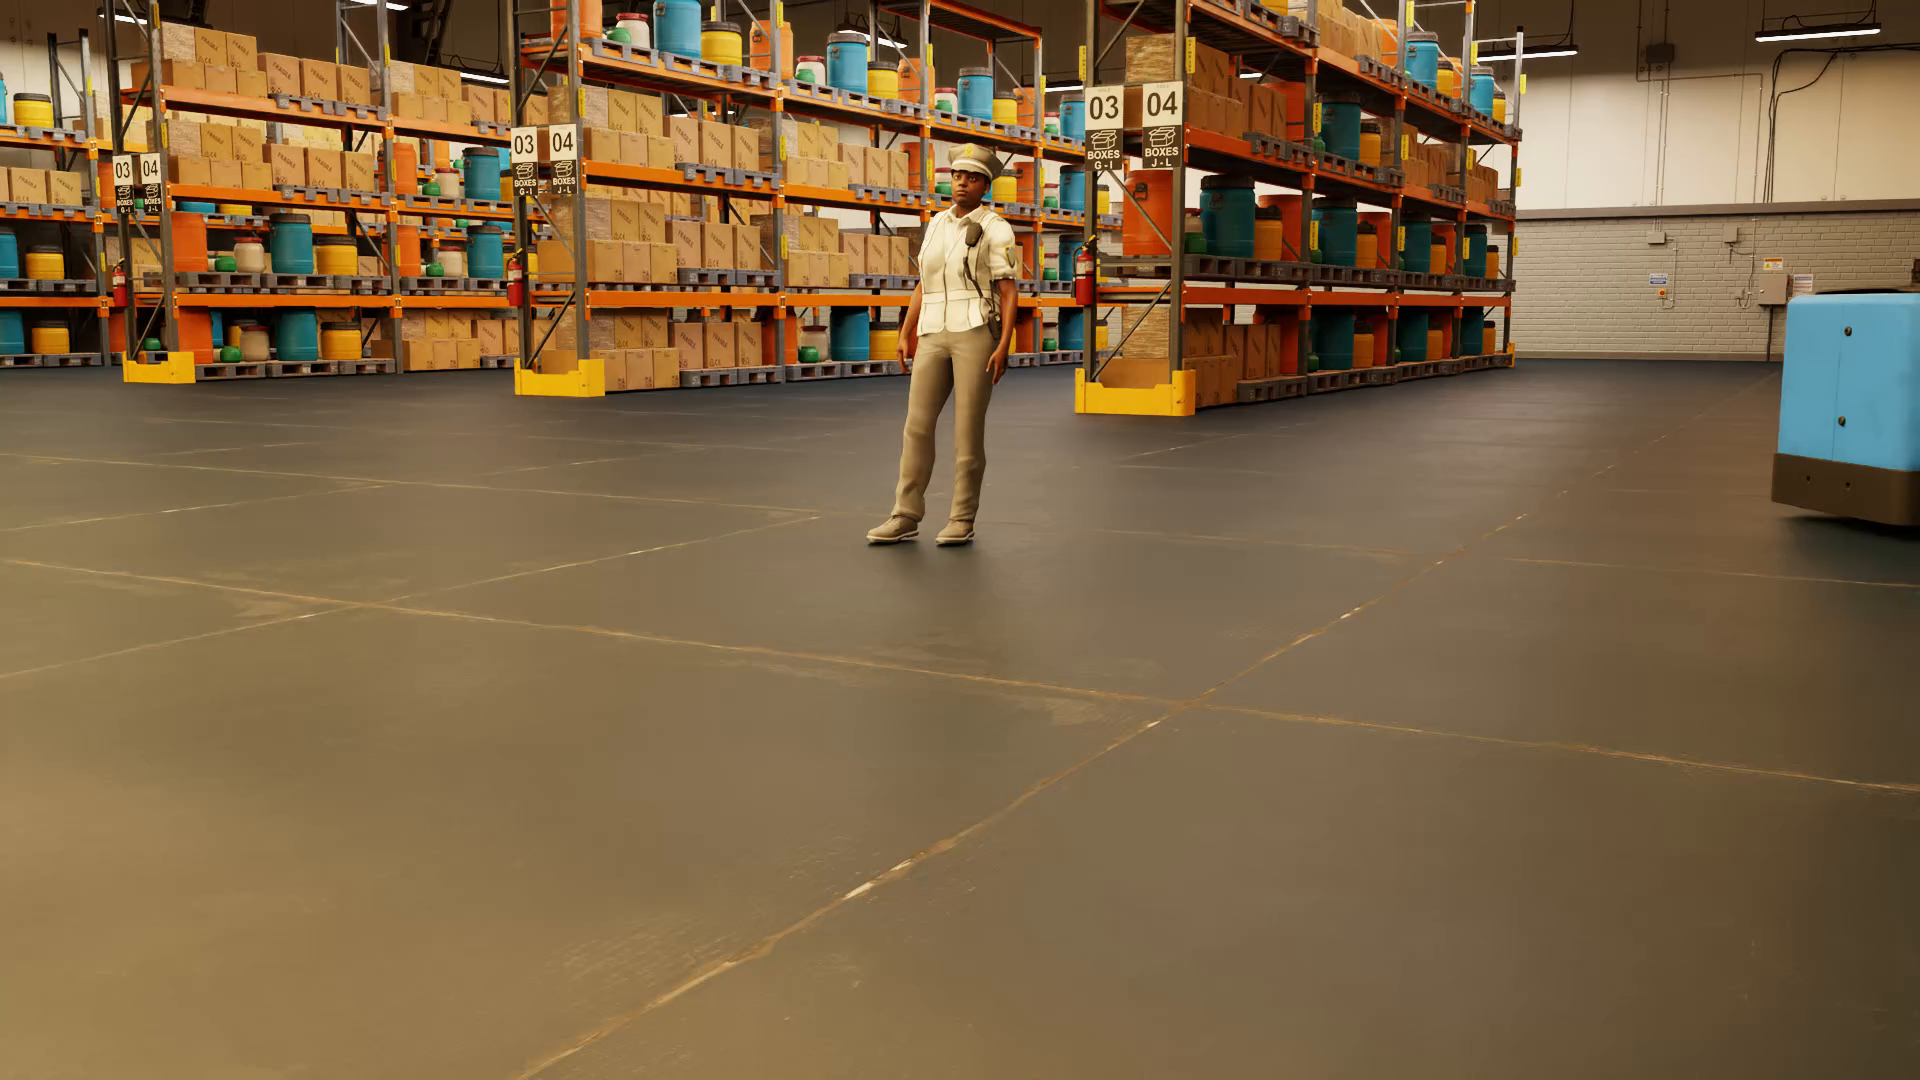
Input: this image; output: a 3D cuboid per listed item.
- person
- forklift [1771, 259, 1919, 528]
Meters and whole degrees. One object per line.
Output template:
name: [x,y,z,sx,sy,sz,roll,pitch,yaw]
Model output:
person: [-0.054,-0.839,7.141,0.569,1.695,0.528,4,9,29]
forklift: [5.525,-1.527,7.659,3.031,2.935,1.130,-1,8,-5]
